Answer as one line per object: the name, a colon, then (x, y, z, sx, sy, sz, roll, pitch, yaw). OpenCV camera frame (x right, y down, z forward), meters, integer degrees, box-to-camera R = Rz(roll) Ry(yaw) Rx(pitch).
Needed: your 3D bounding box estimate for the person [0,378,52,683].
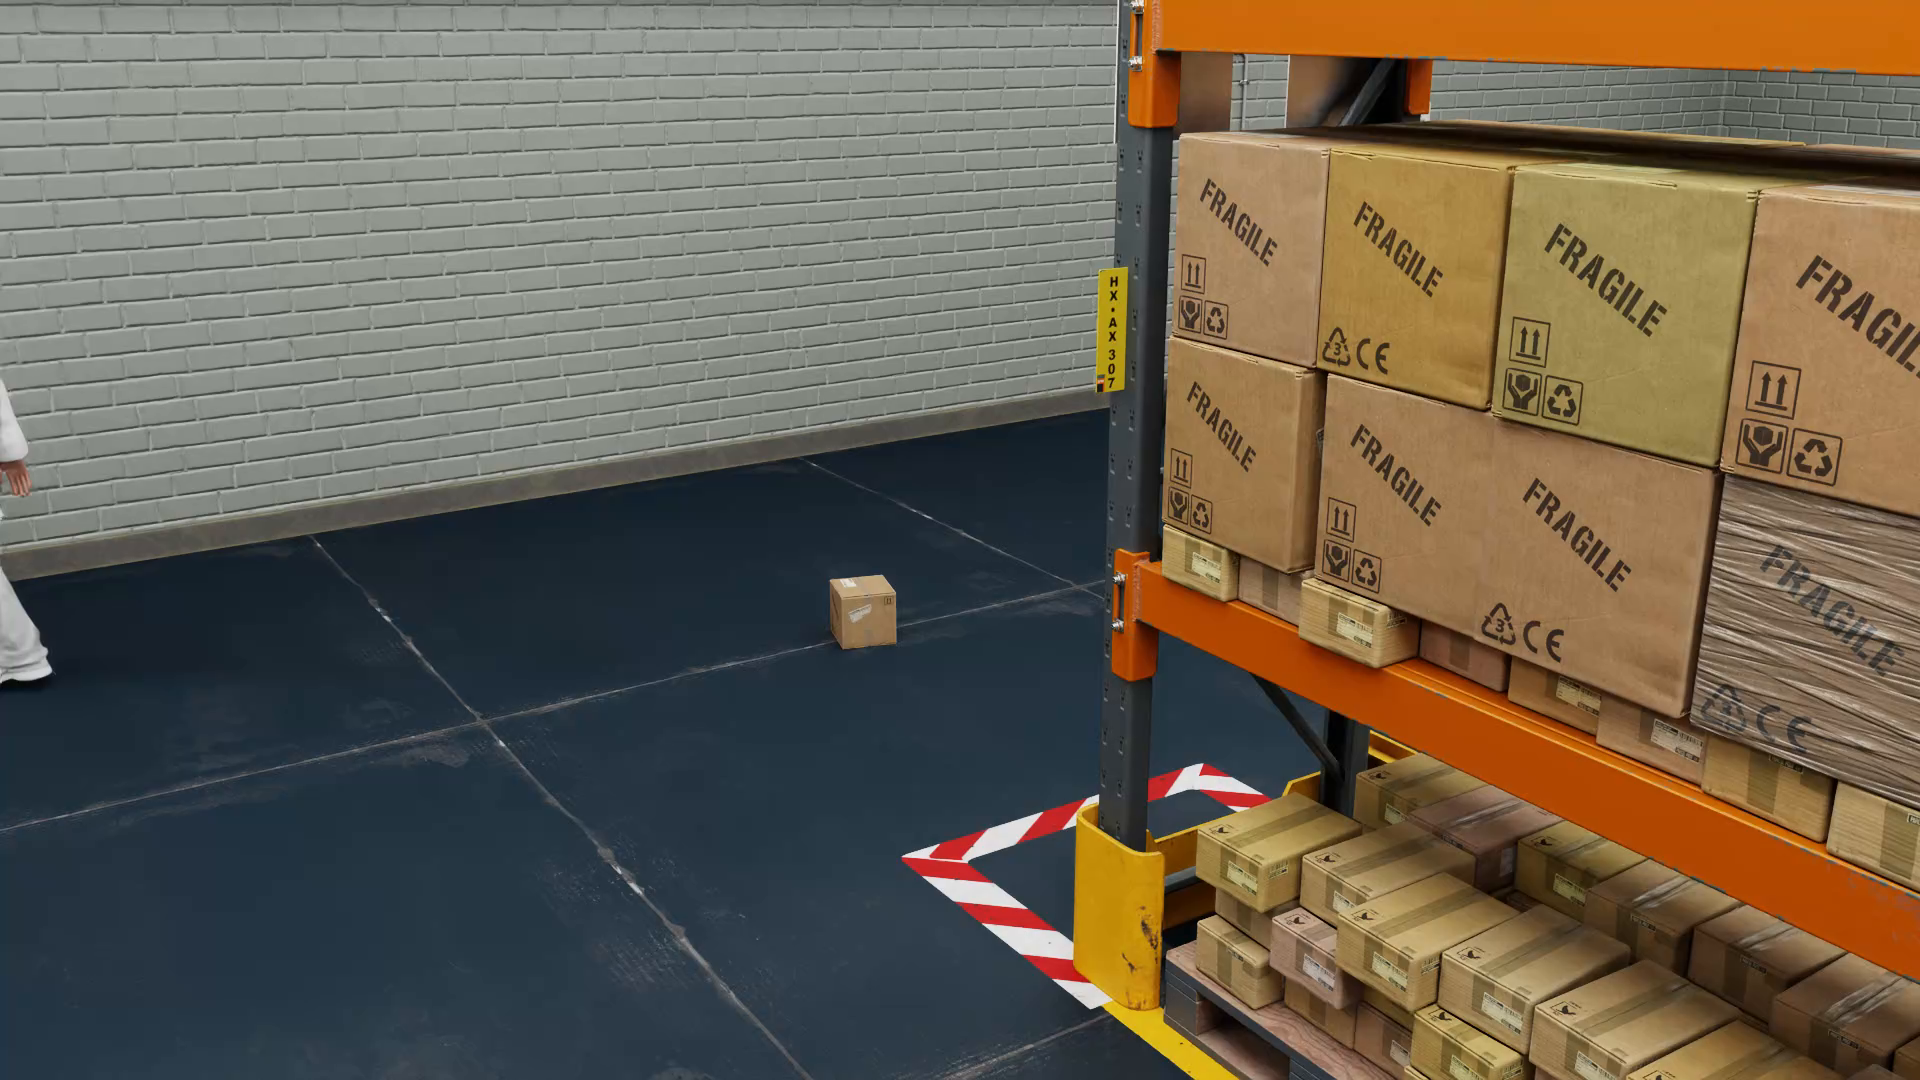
person: (-4.243, -0.246, 6.836, 0.803, 1.810, 0.620, 0, 18, 1)
